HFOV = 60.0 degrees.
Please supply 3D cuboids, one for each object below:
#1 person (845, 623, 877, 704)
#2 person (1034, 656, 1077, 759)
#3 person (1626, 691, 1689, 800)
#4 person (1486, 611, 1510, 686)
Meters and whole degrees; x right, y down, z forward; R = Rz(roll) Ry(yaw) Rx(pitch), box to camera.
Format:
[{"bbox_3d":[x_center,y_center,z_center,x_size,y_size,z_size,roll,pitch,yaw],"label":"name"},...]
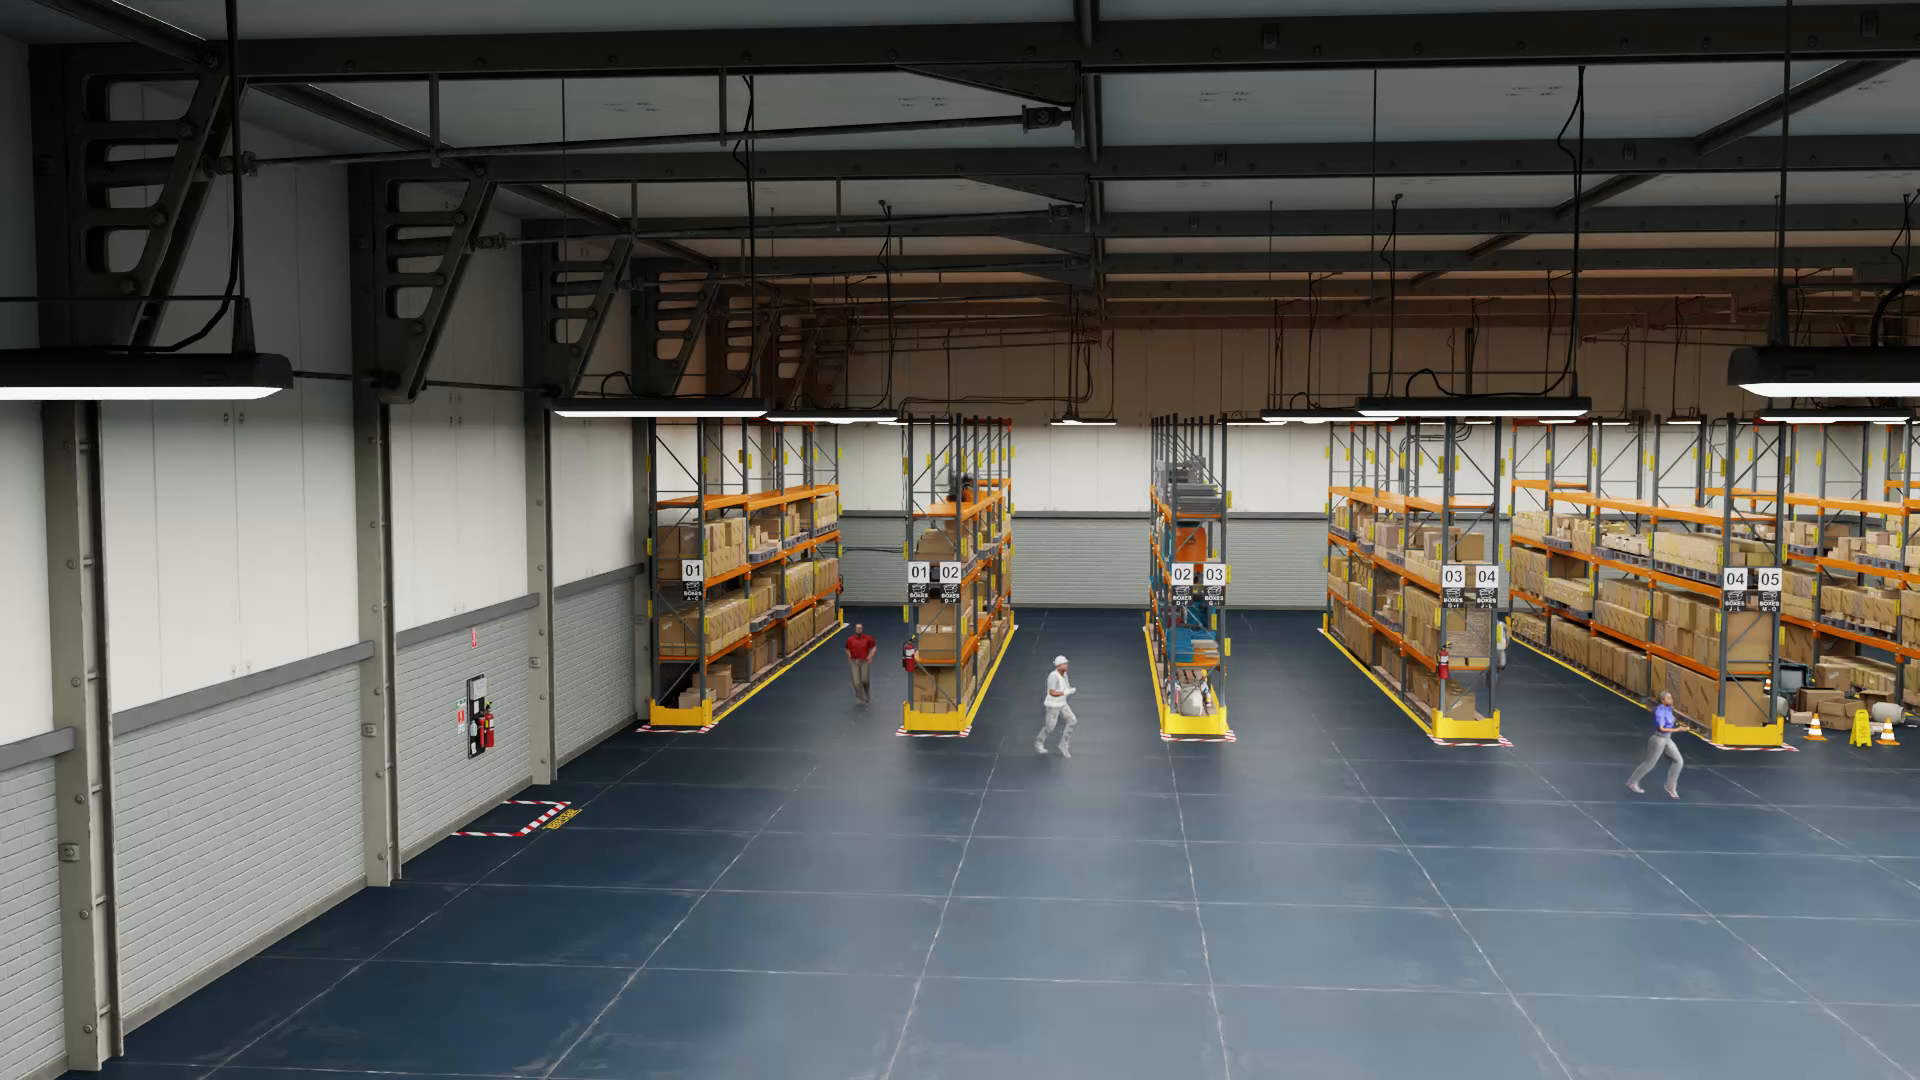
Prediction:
[{"bbox_3d":[-2.055,2.555,34.183,0.638,1.681,0.586,0,4,4],"label":"person"},{"bbox_3d":[1.670,2.897,28.858,0.838,1.800,0.713,2,4,30],"label":"person"},{"bbox_3d":[10.837,3.169,25.771,0.885,1.697,0.584,4,5,43],"label":"person"},{"bbox_3d":[11.832,2.390,36.704,0.679,1.731,0.681,0,4,3],"label":"person"}]
